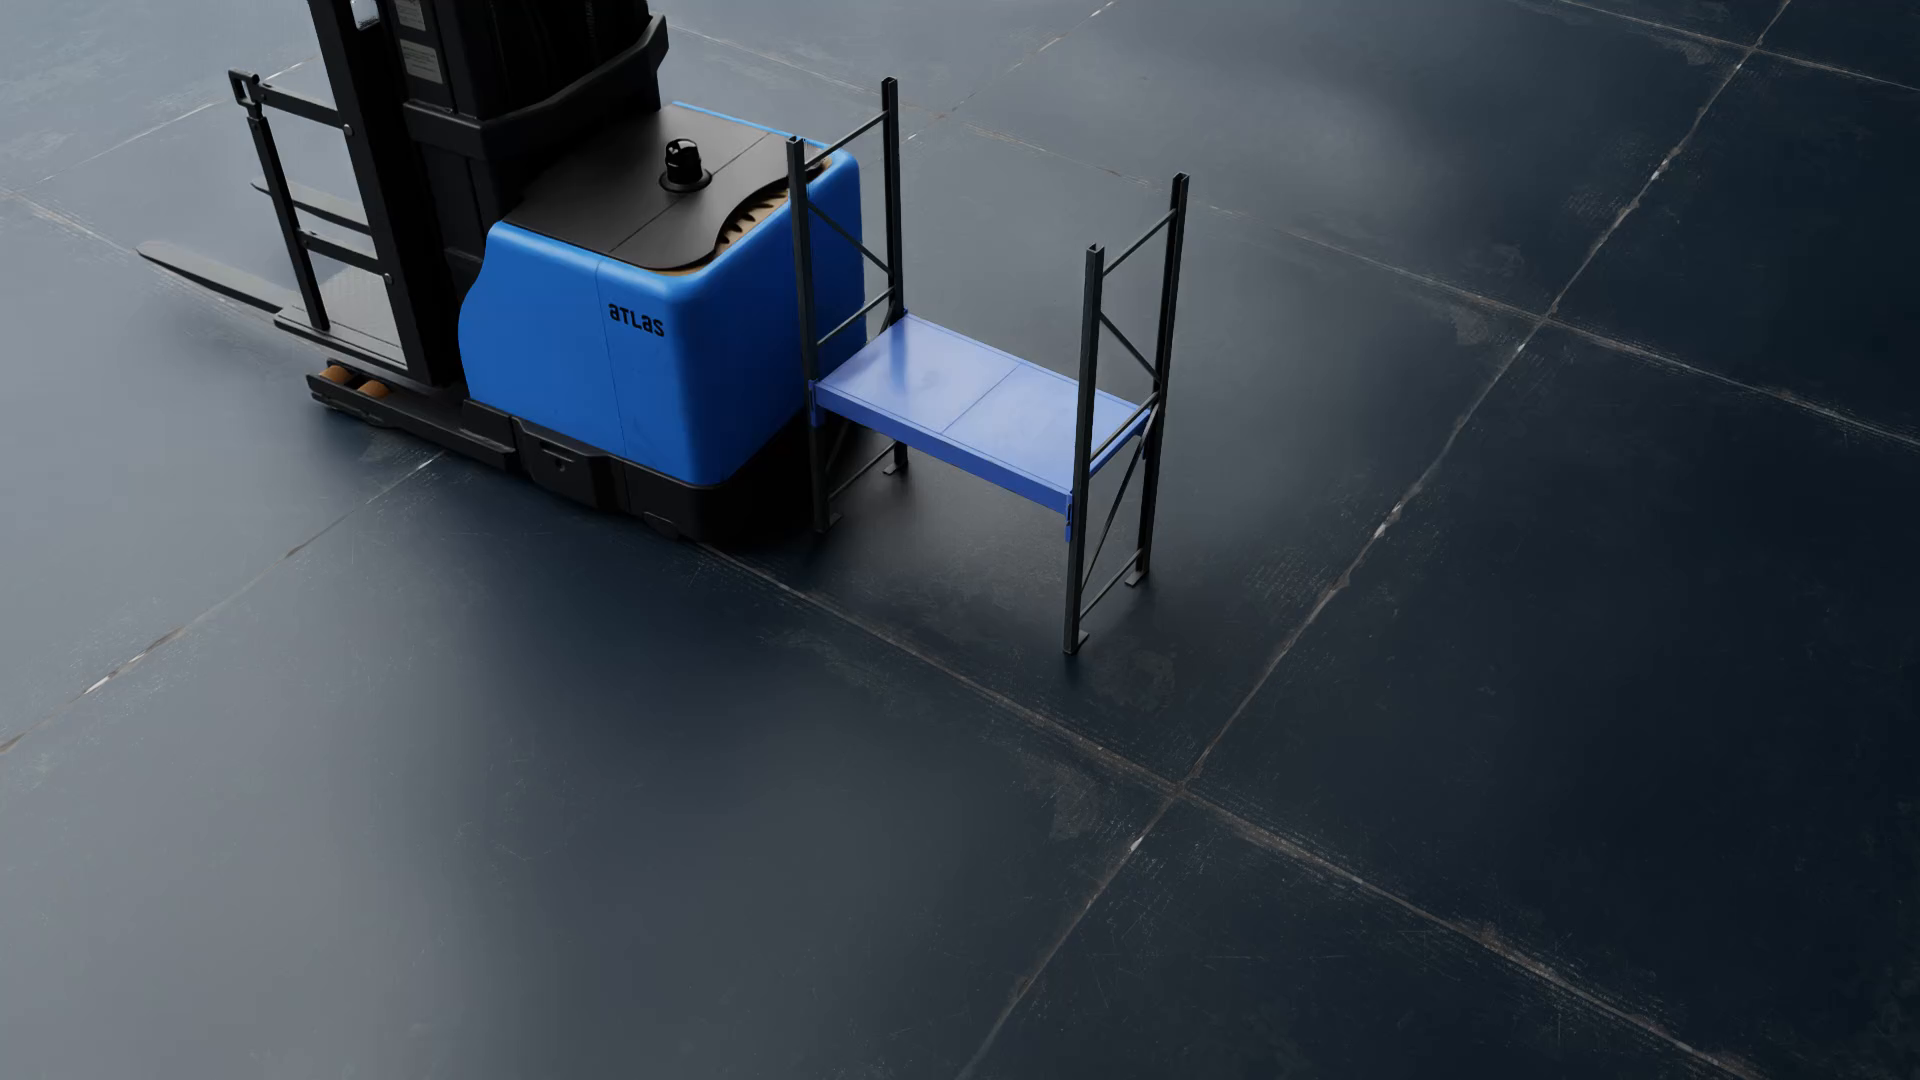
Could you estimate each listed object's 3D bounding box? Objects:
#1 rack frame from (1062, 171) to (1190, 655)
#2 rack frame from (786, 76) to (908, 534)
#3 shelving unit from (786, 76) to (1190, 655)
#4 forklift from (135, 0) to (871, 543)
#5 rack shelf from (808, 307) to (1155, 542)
[{"bbox_3d":[0.486,-0.332,4.996,0.032,1.500,0.500,25,48,25],"label":"rack frame"},{"bbox_3d":[-0.346,-0.721,5.431,0.032,1.500,0.500,25,48,25],"label":"rack frame"},{"bbox_3d":[0.070,-0.526,5.213,1.048,1.500,0.538,25,48,25],"label":"shelving unit"},{"bbox_3d":[-1.863,-1.805,5.569,3.031,2.935,1.130,21,46,22],"label":"forklift"},{"bbox_3d":[0.070,-0.392,5.333,1.000,0.185,0.538,25,48,25],"label":"rack shelf"}]
